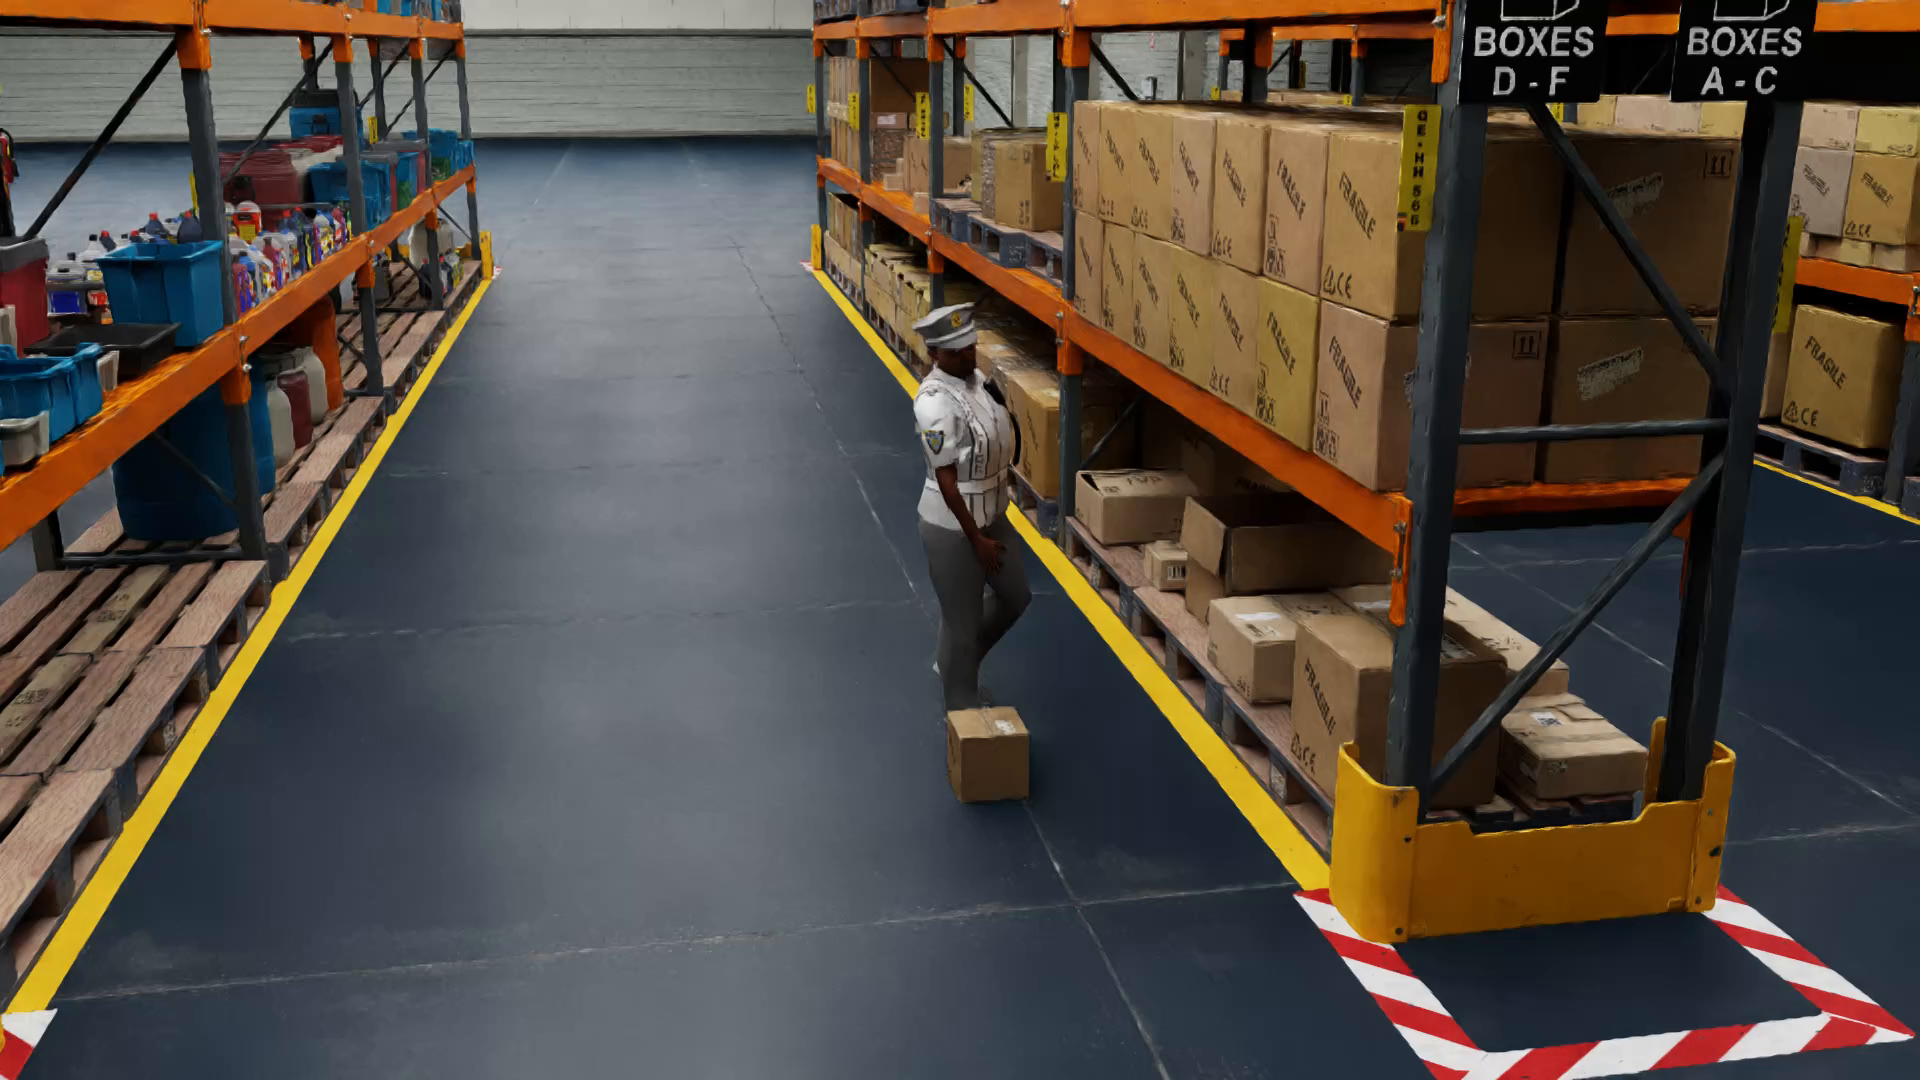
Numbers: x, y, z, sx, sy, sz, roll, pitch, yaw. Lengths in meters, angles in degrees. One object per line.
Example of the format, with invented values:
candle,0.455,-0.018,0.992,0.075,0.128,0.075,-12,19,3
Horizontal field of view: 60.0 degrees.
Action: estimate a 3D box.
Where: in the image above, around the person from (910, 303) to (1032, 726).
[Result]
person,0.030,-0.066,6.246,0.420,1.681,0.574,7,18,23
